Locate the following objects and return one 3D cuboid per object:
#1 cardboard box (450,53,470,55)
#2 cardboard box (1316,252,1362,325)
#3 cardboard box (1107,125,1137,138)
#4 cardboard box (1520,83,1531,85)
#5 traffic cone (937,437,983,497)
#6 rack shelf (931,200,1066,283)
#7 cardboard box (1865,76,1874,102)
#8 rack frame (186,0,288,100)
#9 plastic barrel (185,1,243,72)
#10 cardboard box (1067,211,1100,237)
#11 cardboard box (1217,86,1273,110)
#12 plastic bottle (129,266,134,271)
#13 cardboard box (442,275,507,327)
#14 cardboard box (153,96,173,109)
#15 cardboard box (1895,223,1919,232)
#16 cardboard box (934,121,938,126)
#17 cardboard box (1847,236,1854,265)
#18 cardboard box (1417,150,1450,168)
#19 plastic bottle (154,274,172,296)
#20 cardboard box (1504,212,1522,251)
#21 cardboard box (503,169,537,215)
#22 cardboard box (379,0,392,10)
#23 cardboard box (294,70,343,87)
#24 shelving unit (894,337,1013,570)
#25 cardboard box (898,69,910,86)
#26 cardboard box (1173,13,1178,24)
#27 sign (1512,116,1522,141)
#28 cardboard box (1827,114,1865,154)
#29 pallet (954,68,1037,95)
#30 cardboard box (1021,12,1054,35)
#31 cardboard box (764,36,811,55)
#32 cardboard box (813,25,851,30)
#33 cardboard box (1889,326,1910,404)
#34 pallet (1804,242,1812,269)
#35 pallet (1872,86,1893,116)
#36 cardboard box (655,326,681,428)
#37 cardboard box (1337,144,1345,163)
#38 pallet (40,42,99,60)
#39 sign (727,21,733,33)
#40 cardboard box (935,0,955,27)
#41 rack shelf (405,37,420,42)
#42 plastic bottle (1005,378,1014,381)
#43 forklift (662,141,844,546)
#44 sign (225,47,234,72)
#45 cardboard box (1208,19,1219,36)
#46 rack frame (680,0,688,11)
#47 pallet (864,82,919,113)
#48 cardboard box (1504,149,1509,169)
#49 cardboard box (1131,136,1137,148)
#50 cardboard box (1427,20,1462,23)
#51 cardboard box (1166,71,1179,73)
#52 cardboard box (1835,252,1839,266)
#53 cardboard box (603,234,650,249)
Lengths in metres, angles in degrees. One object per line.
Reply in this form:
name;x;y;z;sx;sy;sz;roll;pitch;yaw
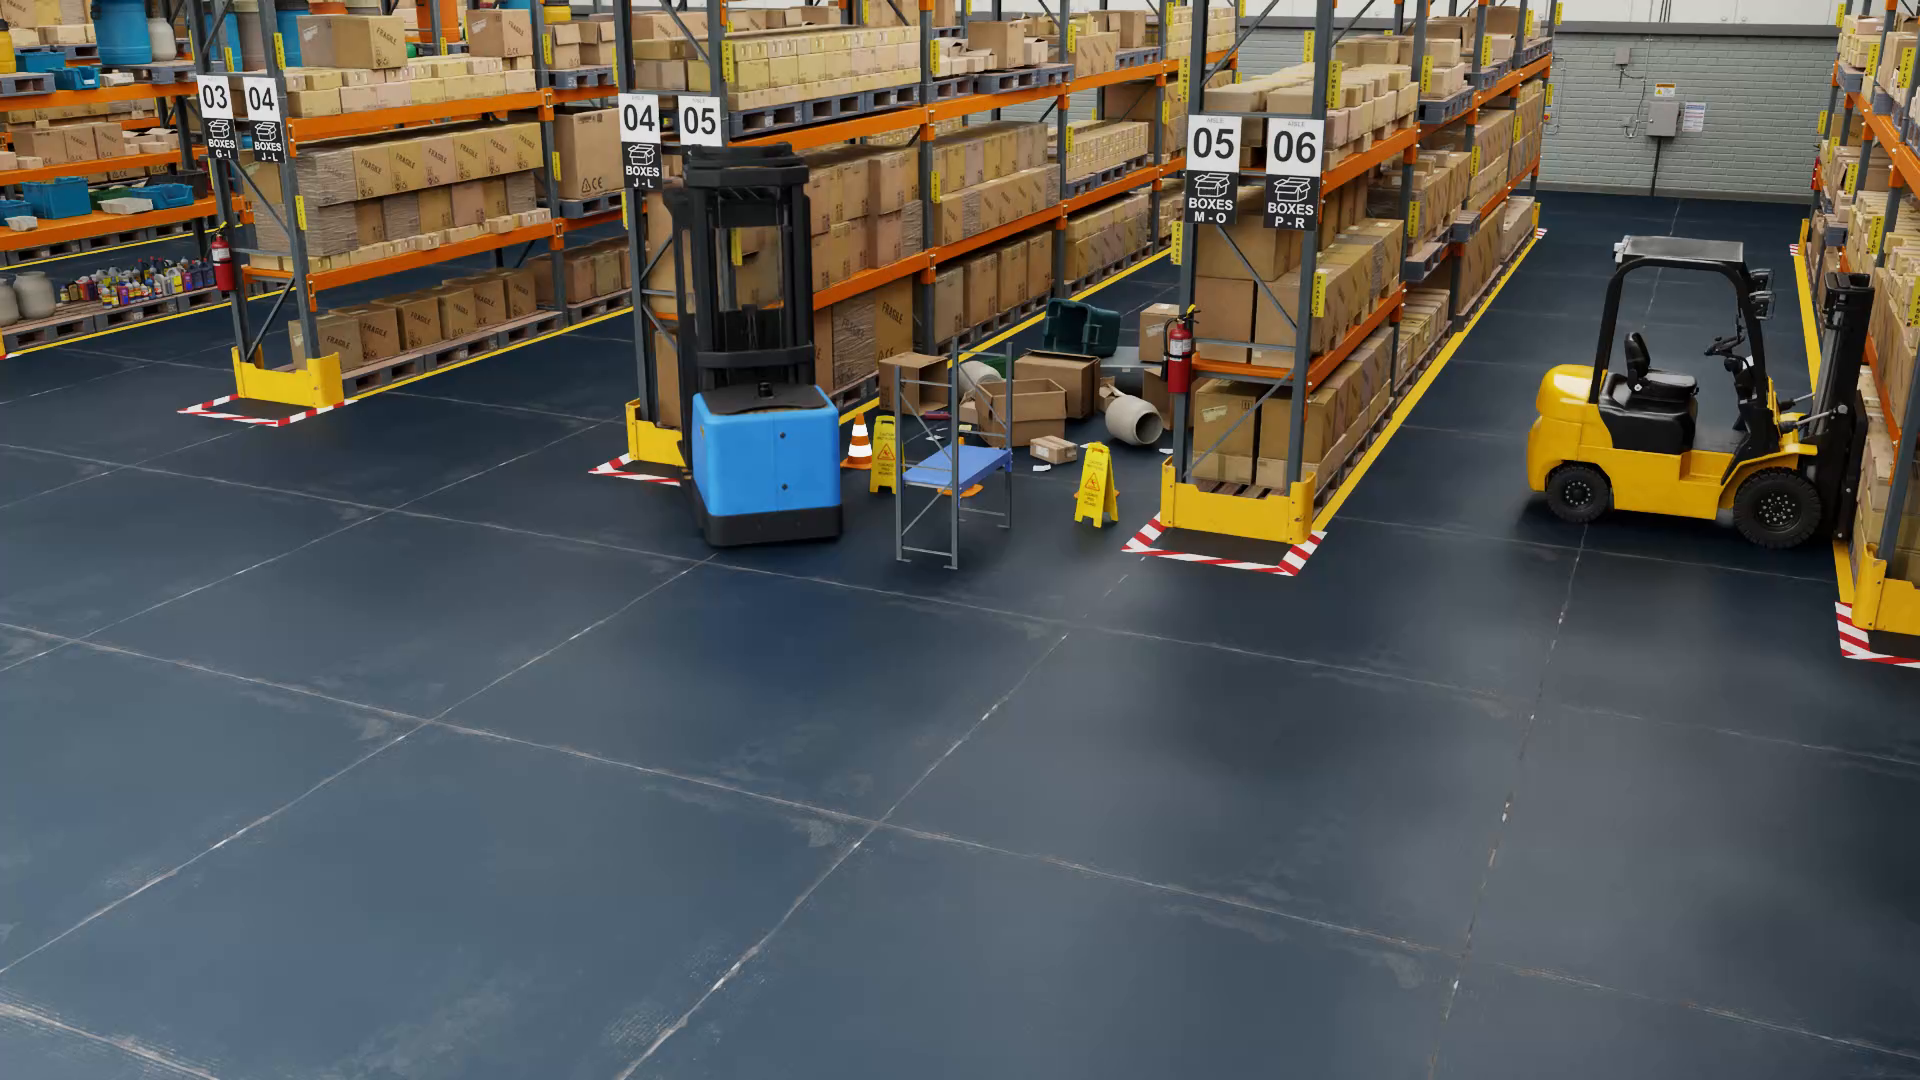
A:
cardboard box;-5.663;-5.536;19.211;0.380;0.149;0.250;8;21;21
cardboard box;3.018;-2.089;13.773;0.500;0.500;0.500;8;21;22
cardboard box;2.307;-5.846;23.791;0.380;0.149;0.250;8;21;21
cardboard box;8.318;-6.745;24.849;0.380;0.149;0.250;8;21;22
traffic cone;0.001;-0.642;14.083;0.336;0.463;0.334;9;21;23
rack shelf;0.054;-3.624;19.755;1.077;0.370;4.000;9;21;23
cardboard box;9.949;-4.779;17.676;0.500;0.250;0.500;8;21;21
rack frame;-6.887;-5.667;15.473;1.000;3.000;0.127;9;21;23
plastic barrel;-9.757;-6.577;21.761;0.600;0.901;0.708;9;21;23
cardboard box;1.583;-4.280;22.512;0.500;0.250;0.500;8;21;22
cardboard box;2.164;-3.368;12.672;0.380;0.149;0.250;9;21;24
plastic bottle;-10.660;-3.378;21.387;0.061;0.283;0.133;10;22;25
cardboard box;-5.677;-2.790;19.441;0.500;0.500;0.500;17;26;40
cardboard box;-15.489;-8.568;31.962;0.500;0.500;0.500;8;21;22
cardboard box;8.648;-2.830;15.332;0.380;0.149;0.250;8;21;21
cardboard box;-0.708;-7.305;28.814;0.500;0.250;0.500;8;21;21
cardboard box;9.345;-2.920;16.927;0.500;0.250;0.500;8;21;22
cardboard box;5.017;-4.078;17.770;0.380;0.149;0.250;7;21;20
plastic bottle;-10.049;-3.223;20.964;0.152;0.276;0.135;9;21;24
cardboard box;7.789;-4.590;24.596;0.875;0.438;0.875;8;21;21
cardboard box;-5.490;-4.121;19.487;0.875;0.500;0.500;9;21;23
cardboard box;-10.845;-9.954;30.364;0.700;0.500;0.500;9;21;23
cardboard box;-6.378;-4.583;16.531;0.380;0.149;0.250;8;21;22
shelving unit;-0.035;-0.681;12.644;0.538;1.500;1.048;9;21;23
cardboard box;-0.726;-4.659;16.715;0.380;0.149;0.250;9;21;24
cardboard box;2.993;-7.697;24.542;0.380;0.149;0.250;8;21;20
sign;7.567;-5.585;22.588;0.100;0.325;0.005;9;21;23
cardboard box;12.190;-5.554;22.770;0.500;0.500;0.500;9;22;24
pallet;0.202;-5.352;19.347;1.003;0.211;1.213;10;22;25
cardboard box;0.998;-6.713;21.601;0.396;0.266;0.258;9;21;23
cardboard box;-1.559;-4.413;14.834;0.380;0.149;0.250;8;21;22
cardboard box;-1.328;-5.124;16.833;0.380;0.149;0.250;8;21;22
cardboard box;6.867;-1.191;11.692;0.500;0.500;0.500;9;22;24
pallet;12.879;-4.110;24.212;1.003;0.211;1.213;9;21;23
pallet;9.764;-4.350;16.530;1.213;0.211;1.003;10;22;25
cardboard box;-2.186;-1.542;15.371;0.875;0.875;0.875;9;21;23
cardboard box;2.752;-3.001;12.829;0.380;0.149;0.250;9;22;24
pallet;-13.299;-7.408;25.129;1.003;0.211;1.213;10;22;25
sign;-3.117;-6.867;22.554;0.100;0.325;0.005;9;21;23
cardboard box;-0.499;-9.270;29.157;0.700;0.500;0.500;7;21;19
rack shelf;-10.190;-9.554;31.955;1.077;0.370;4.000;9;21;23
plastic bottle;0.498;-1.675;17.588;0.133;0.061;0.283;-2;20;-5
forklift;-1.788;-1.792;13.635;1.130;2.935;3.031;-5;20;-15
sign;-9.270;-6.081;21.101;0.100;0.325;0.005;9;21;23
cardboard box;3.772;-8.109;26.296;0.500;0.250;0.500;9;21;23
rack frame;-4.854;-11.237;31.137;1.000;3.000;0.127;9;21;23
pallet;-1.110;-4.474;16.729;1.003;0.211;1.213;9;21;23
cardboard box;7.109;-5.145;22.438;0.500;0.250;0.500;9;21;23
cardboard box;2.317;-5.712;23.857;0.380;0.149;0.250;10;22;25
cardboard box;5.887;-6.163;20.568;0.500;0.500;0.500;9;21;23
cardboard box;3.522;-7.422;27.277;0.500;0.500;0.500;9;22;24
cardboard box;10.835;-3.389;20.157;0.380;0.149;0.250;8;21;23
cardboard box;-4.308;-3.762;22.144;0.700;0.500;0.500;11;22;27
